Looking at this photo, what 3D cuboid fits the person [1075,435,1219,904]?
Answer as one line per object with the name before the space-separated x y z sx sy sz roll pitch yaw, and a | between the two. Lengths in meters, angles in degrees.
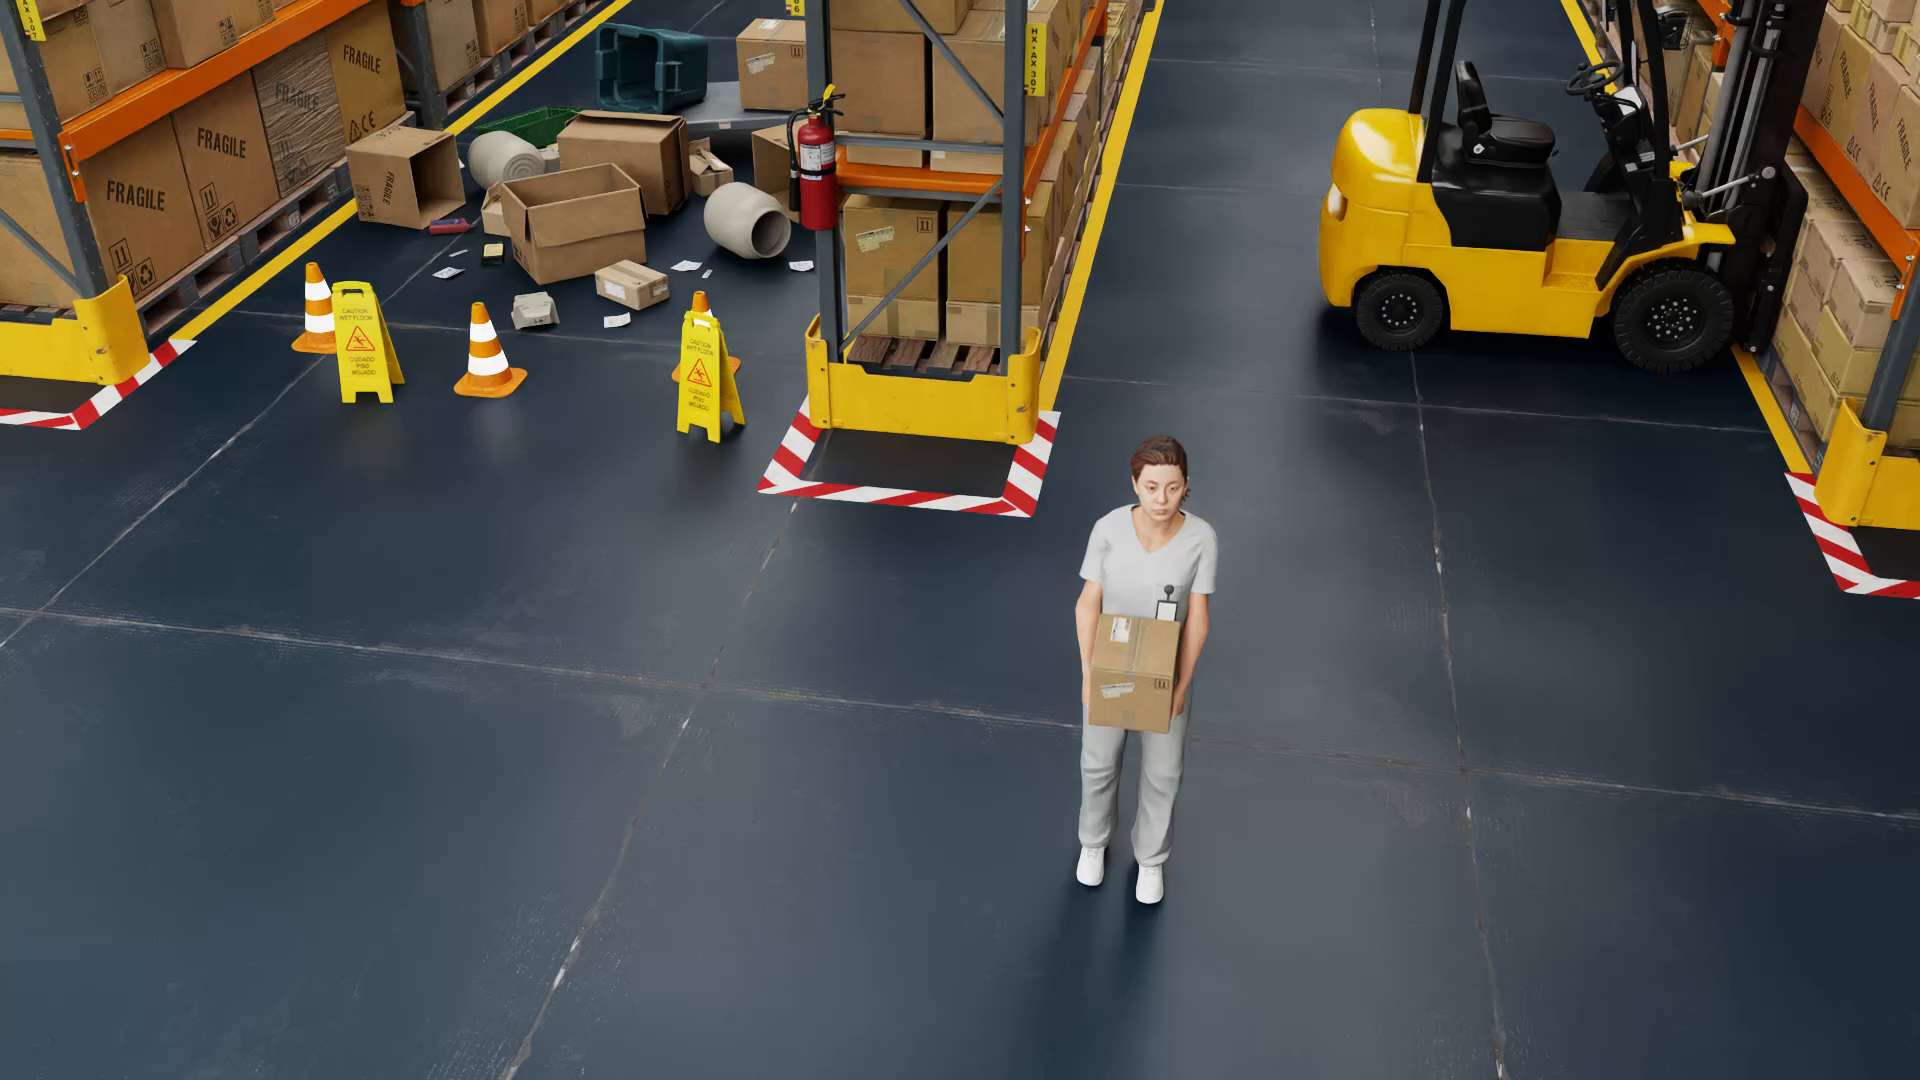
person | 0.583 0.465 5.422 0.436 1.663 0.560 6 33 9
